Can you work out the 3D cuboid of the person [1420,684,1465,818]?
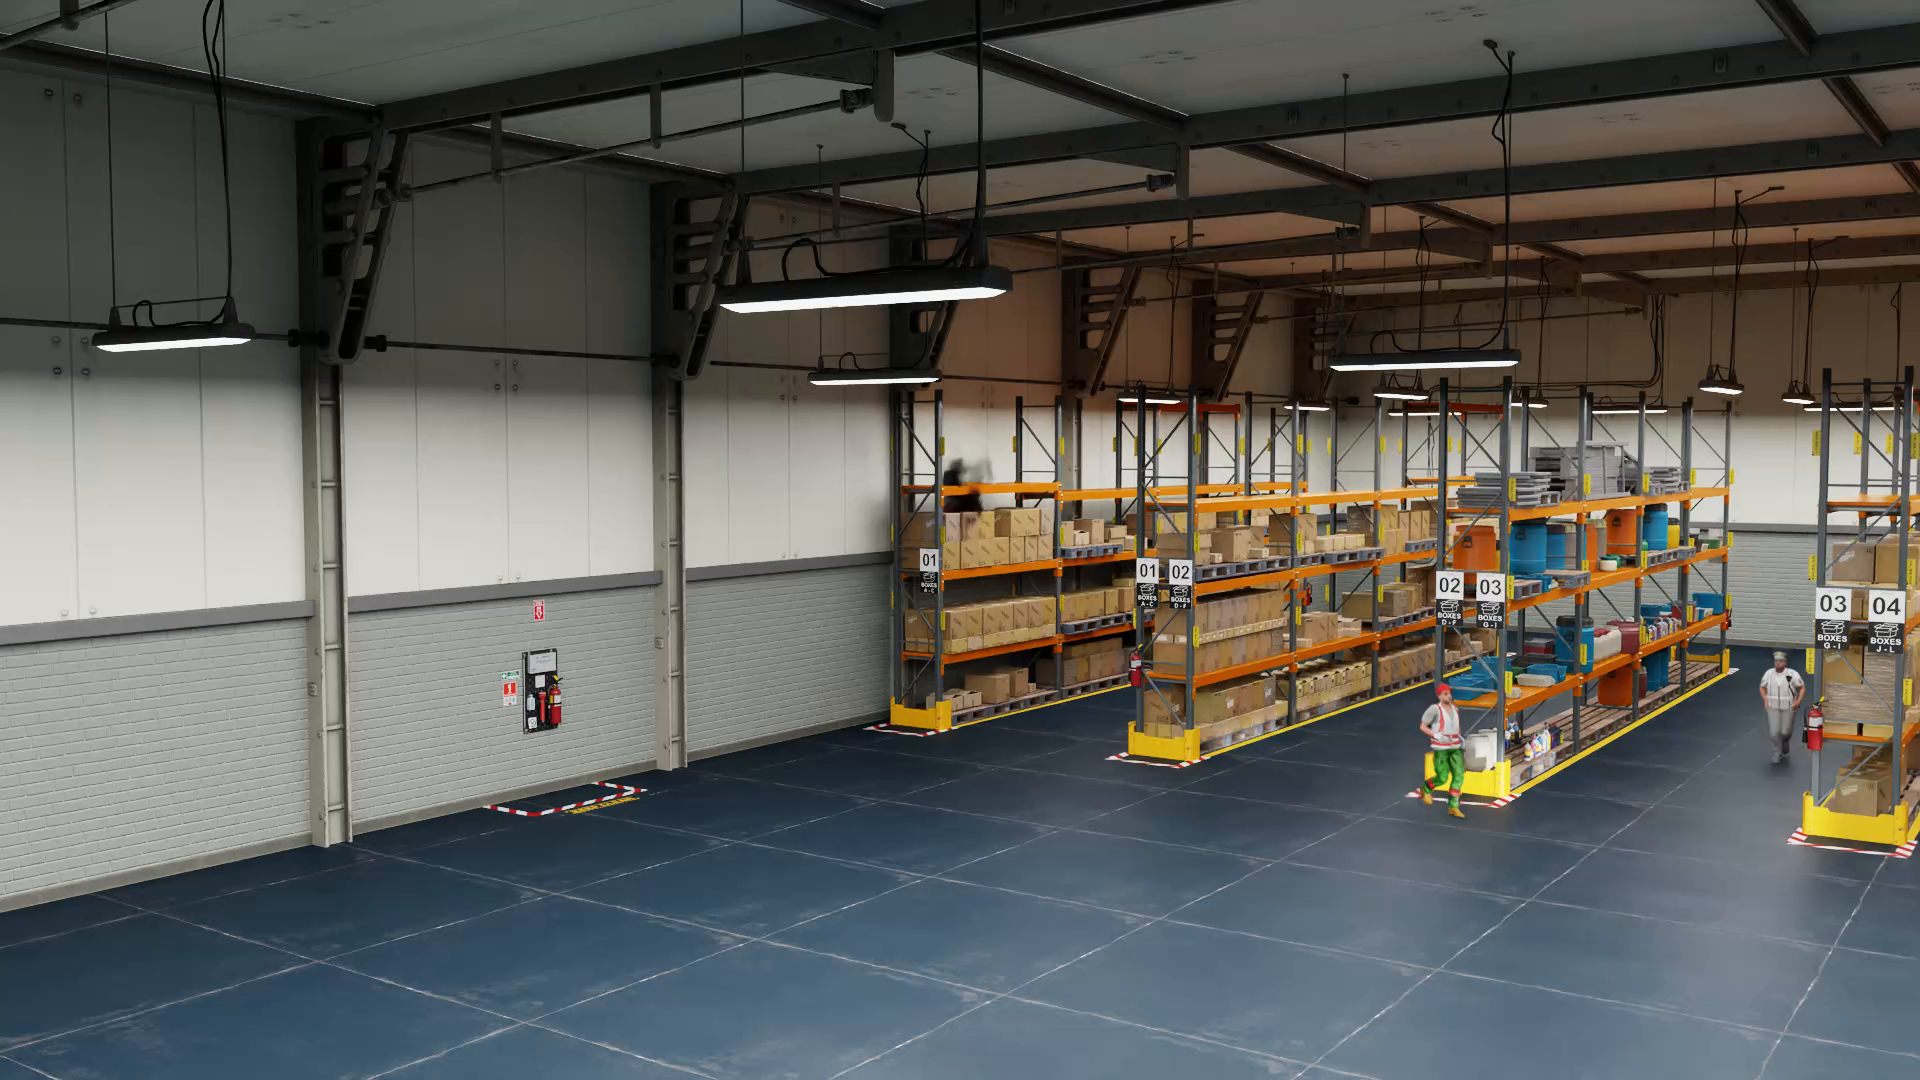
[{"bbox_3d":[6.585,2.851,22.665,0.672,1.782,0.772,-1,3,-21],"label":"person"}]

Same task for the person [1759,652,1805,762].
[{"bbox_3d":[13.081,2.650,26.491,0.661,1.749,0.564,2,4,34],"label":"person"}]
